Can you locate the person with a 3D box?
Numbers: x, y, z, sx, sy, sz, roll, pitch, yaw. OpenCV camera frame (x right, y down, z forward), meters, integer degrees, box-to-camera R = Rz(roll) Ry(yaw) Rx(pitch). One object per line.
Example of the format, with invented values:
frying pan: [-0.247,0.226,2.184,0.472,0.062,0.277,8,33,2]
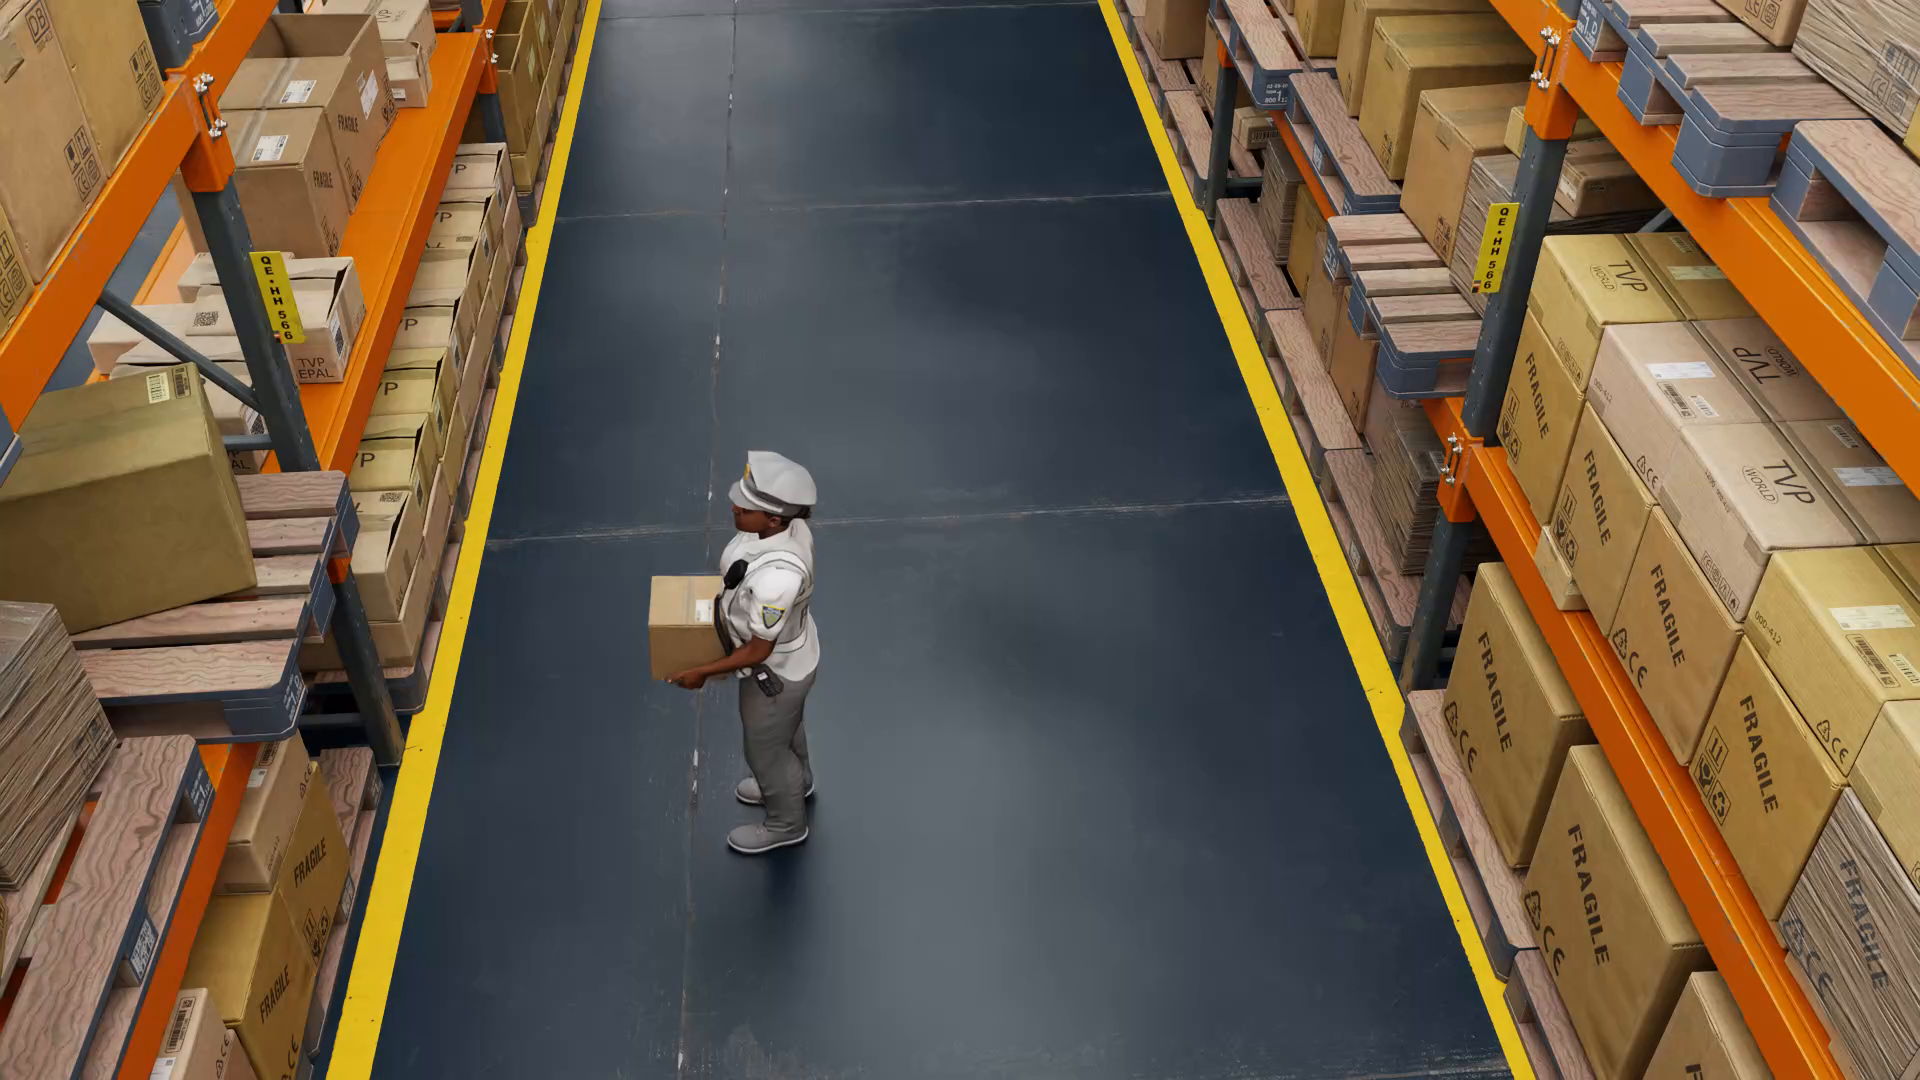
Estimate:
person: [-0.713,0.410,5.630,0.530,1.691,0.462,-5,40,-6]
